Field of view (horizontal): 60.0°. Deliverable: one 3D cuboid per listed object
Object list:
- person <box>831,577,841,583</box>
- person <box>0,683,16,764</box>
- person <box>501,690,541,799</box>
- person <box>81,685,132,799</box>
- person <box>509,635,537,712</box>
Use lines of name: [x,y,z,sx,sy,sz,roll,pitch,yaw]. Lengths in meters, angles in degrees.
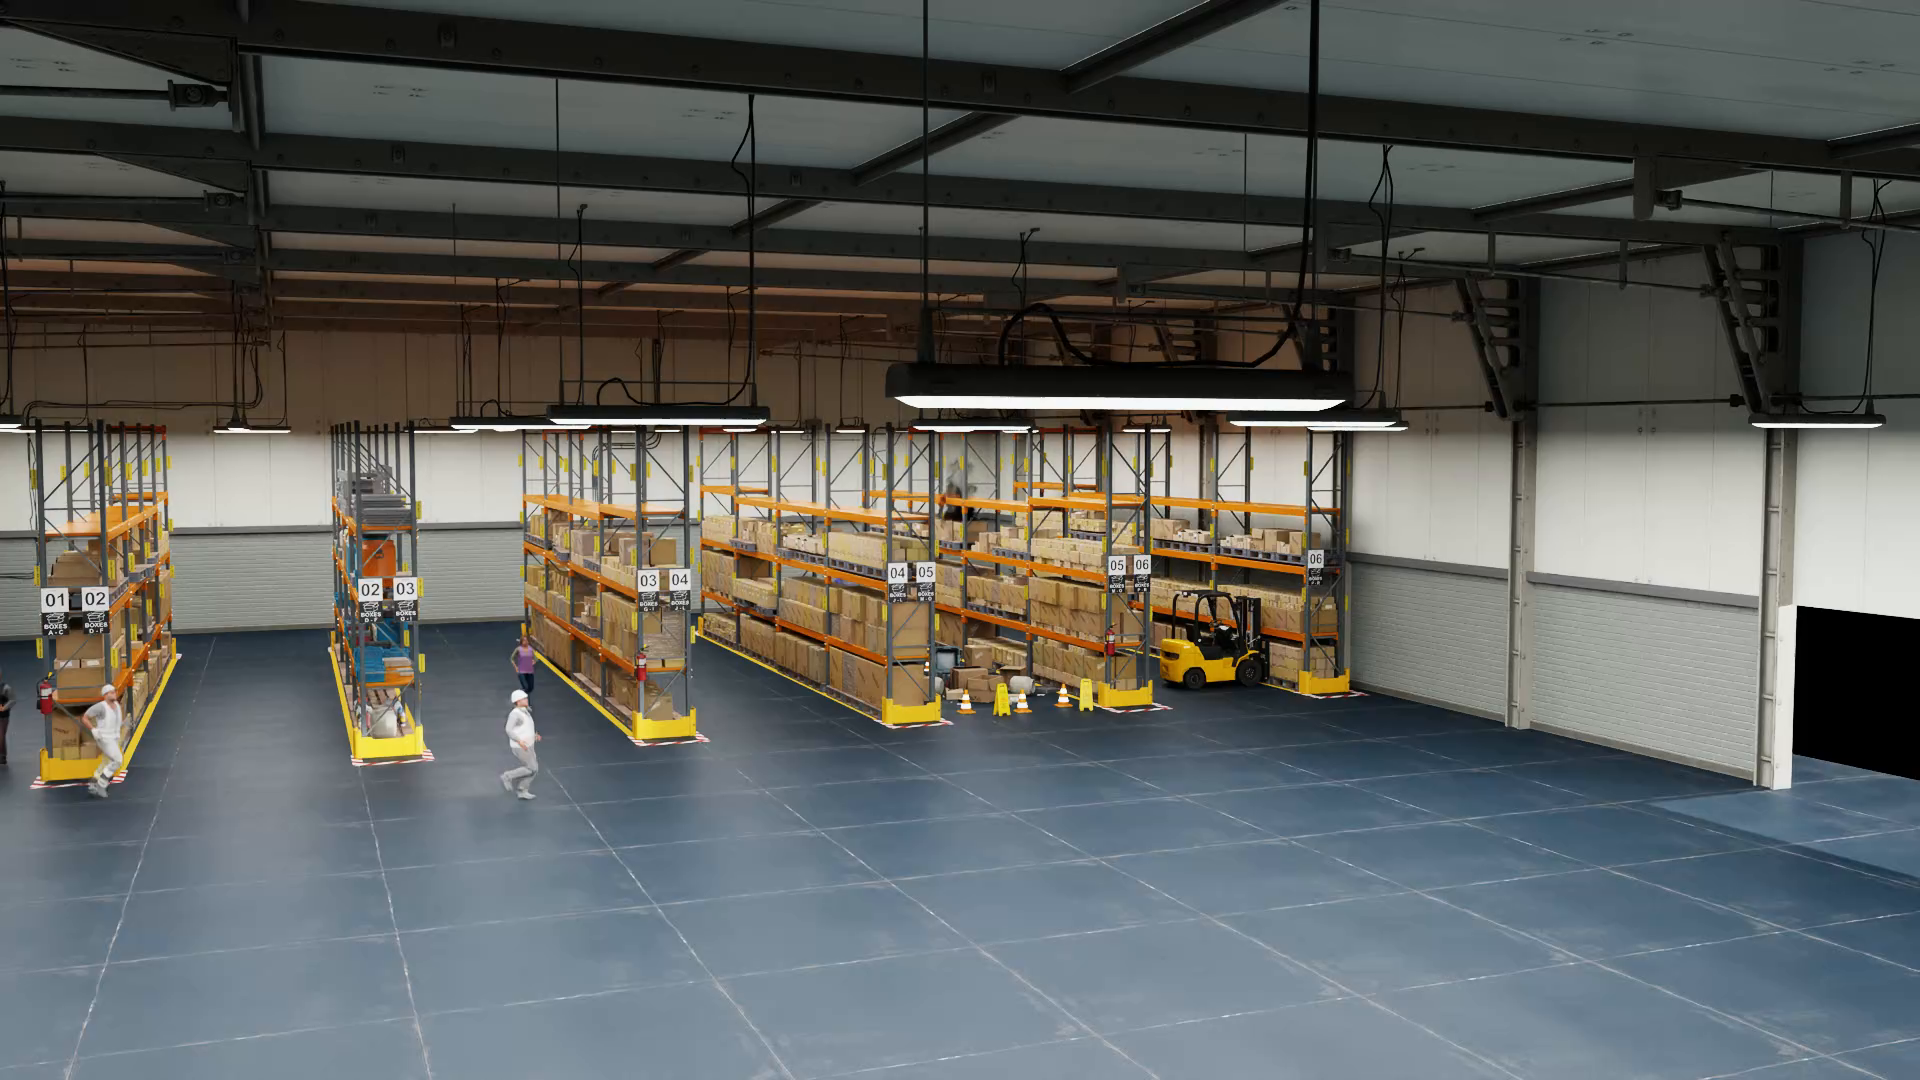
person: [-3.818,1.715,50.973,0.789,1.694,0.603,-2,4,-24]
person: [-16.532,3.081,28.471,0.683,1.737,0.909,-1,4,-21]
person: [-6.927,3.228,26.232,0.585,1.733,0.660,0,4,2]
person: [-13.522,3.184,26.430,0.656,1.775,0.665,0,4,6]
person: [-9.080,2.771,34.661,0.548,1.562,0.792,-2,4,-34]
